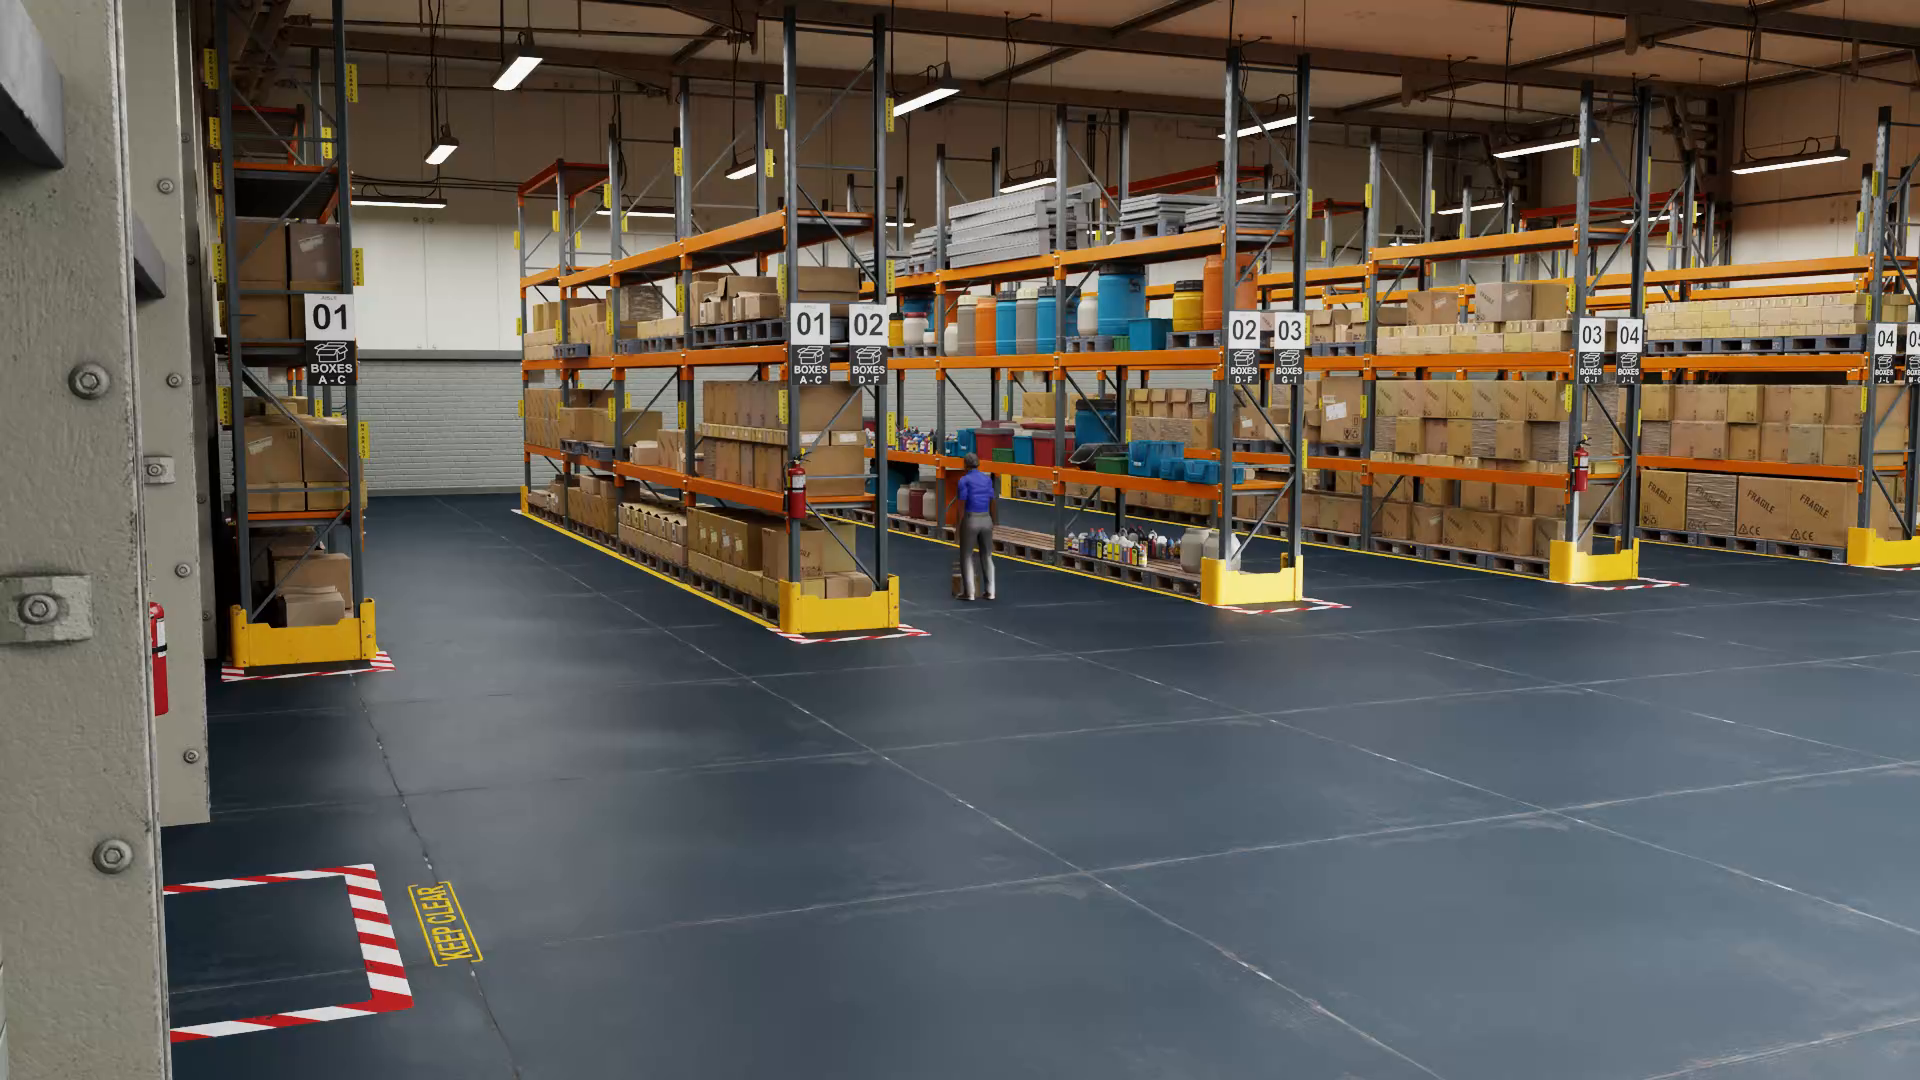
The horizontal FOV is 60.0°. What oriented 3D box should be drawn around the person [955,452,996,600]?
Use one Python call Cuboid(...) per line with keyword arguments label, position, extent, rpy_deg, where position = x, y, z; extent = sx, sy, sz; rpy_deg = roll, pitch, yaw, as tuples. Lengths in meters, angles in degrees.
Cuboid(label="person", position=(0.178, -0.154, 18.633), extent=(0.513, 1.653, 0.348), rpy_deg=(-3, 6, -26))
